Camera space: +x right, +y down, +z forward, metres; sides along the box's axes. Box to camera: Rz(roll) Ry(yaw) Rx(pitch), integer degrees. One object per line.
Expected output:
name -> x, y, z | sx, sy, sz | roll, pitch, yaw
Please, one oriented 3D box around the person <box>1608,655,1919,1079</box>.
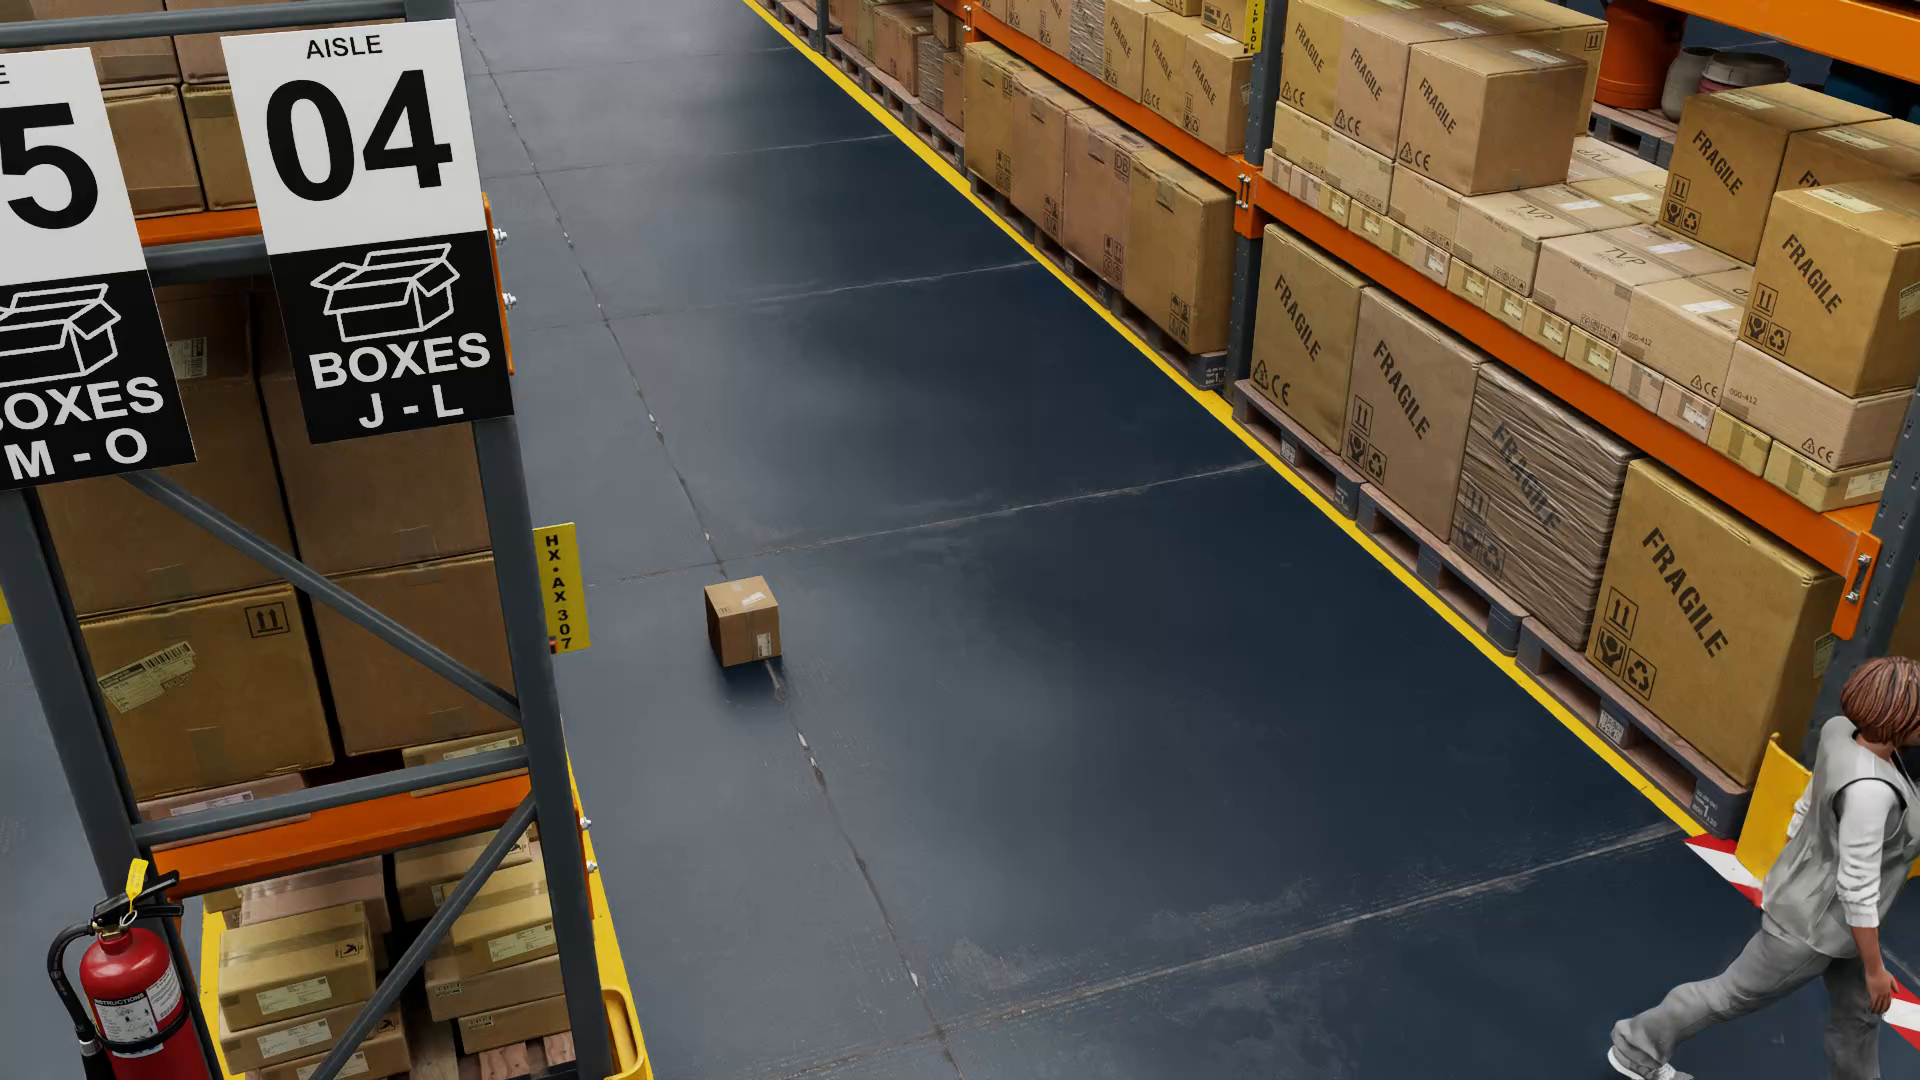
person -> 2.335, 1.006, 4.415 | 0.921, 1.520, 0.457 | 15, 33, 24
